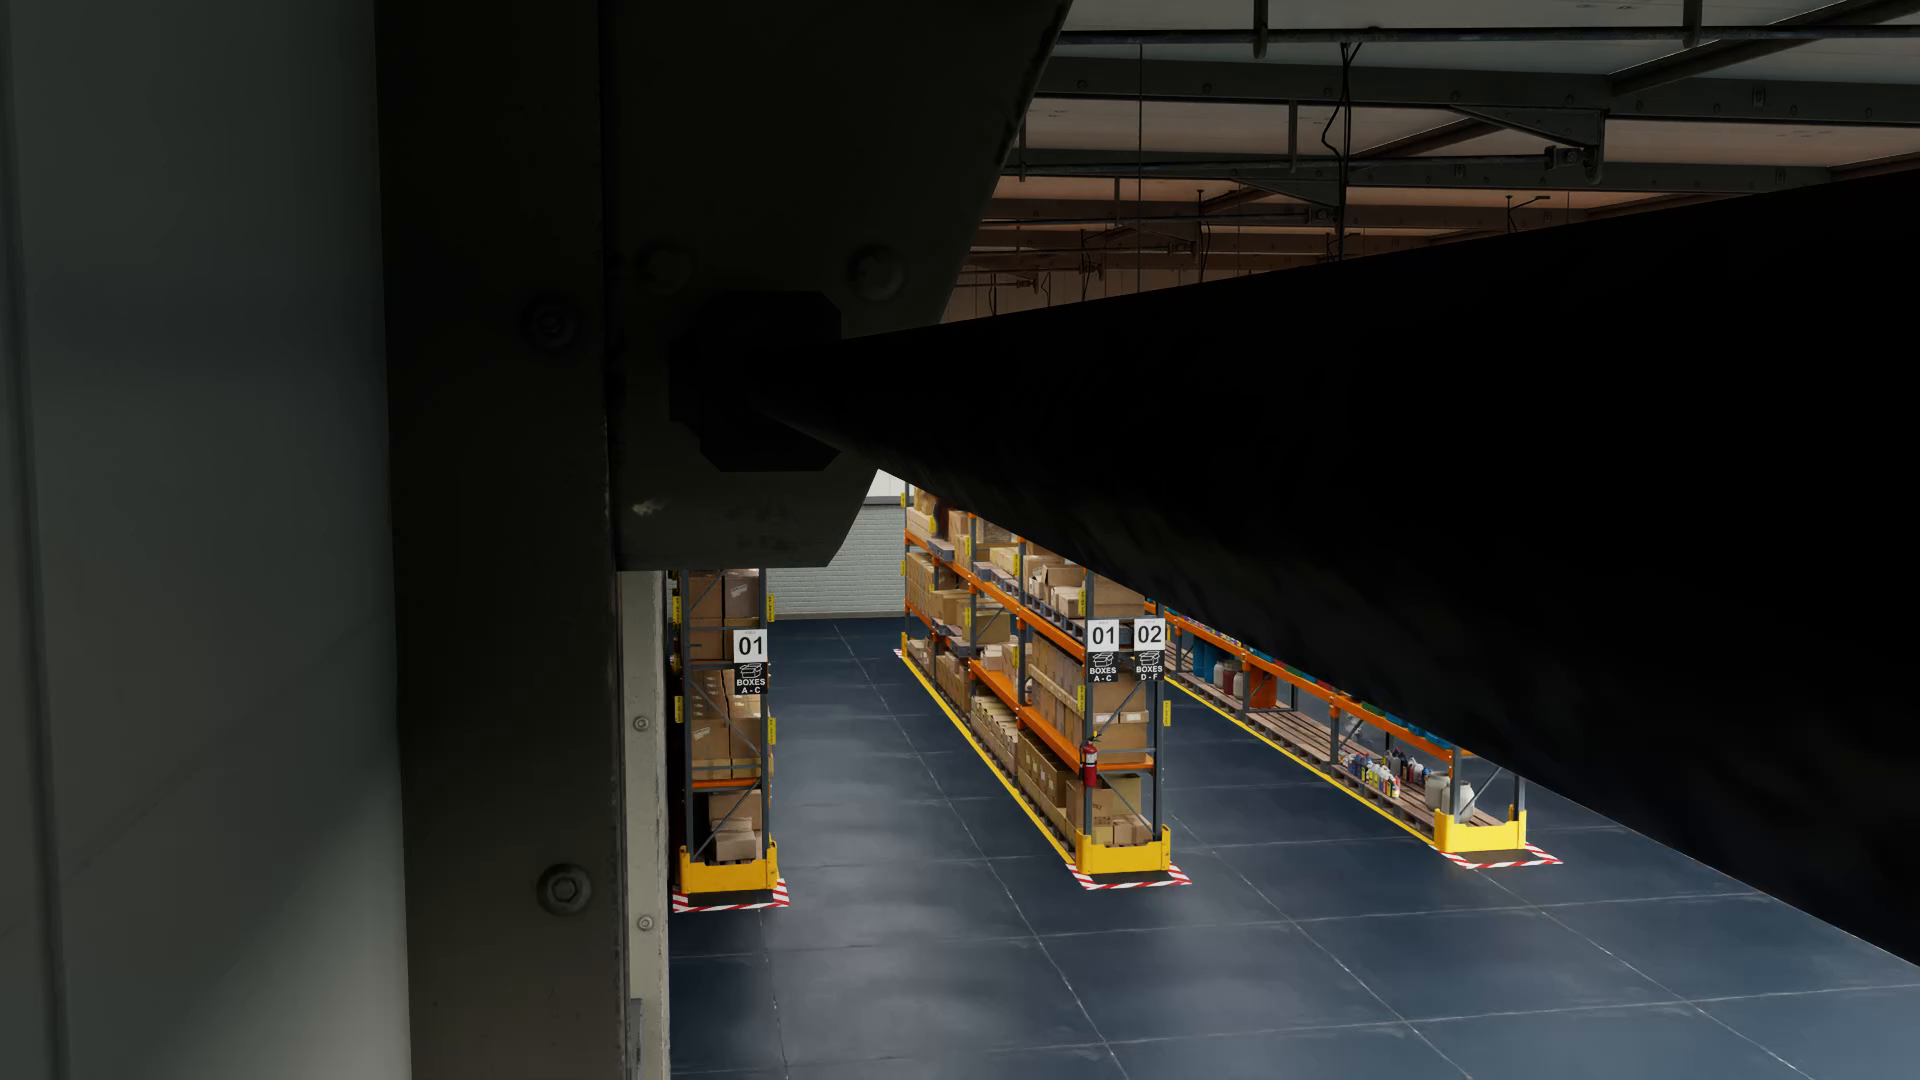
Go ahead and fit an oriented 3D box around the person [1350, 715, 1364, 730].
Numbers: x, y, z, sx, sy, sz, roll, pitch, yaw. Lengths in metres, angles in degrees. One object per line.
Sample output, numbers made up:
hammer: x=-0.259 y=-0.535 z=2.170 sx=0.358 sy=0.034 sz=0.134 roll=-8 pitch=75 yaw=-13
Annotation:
person: x=6.980 y=2.536 z=29.031 sx=0.376 sy=1.554 sz=0.901 roll=5 pitch=8 yaw=39
